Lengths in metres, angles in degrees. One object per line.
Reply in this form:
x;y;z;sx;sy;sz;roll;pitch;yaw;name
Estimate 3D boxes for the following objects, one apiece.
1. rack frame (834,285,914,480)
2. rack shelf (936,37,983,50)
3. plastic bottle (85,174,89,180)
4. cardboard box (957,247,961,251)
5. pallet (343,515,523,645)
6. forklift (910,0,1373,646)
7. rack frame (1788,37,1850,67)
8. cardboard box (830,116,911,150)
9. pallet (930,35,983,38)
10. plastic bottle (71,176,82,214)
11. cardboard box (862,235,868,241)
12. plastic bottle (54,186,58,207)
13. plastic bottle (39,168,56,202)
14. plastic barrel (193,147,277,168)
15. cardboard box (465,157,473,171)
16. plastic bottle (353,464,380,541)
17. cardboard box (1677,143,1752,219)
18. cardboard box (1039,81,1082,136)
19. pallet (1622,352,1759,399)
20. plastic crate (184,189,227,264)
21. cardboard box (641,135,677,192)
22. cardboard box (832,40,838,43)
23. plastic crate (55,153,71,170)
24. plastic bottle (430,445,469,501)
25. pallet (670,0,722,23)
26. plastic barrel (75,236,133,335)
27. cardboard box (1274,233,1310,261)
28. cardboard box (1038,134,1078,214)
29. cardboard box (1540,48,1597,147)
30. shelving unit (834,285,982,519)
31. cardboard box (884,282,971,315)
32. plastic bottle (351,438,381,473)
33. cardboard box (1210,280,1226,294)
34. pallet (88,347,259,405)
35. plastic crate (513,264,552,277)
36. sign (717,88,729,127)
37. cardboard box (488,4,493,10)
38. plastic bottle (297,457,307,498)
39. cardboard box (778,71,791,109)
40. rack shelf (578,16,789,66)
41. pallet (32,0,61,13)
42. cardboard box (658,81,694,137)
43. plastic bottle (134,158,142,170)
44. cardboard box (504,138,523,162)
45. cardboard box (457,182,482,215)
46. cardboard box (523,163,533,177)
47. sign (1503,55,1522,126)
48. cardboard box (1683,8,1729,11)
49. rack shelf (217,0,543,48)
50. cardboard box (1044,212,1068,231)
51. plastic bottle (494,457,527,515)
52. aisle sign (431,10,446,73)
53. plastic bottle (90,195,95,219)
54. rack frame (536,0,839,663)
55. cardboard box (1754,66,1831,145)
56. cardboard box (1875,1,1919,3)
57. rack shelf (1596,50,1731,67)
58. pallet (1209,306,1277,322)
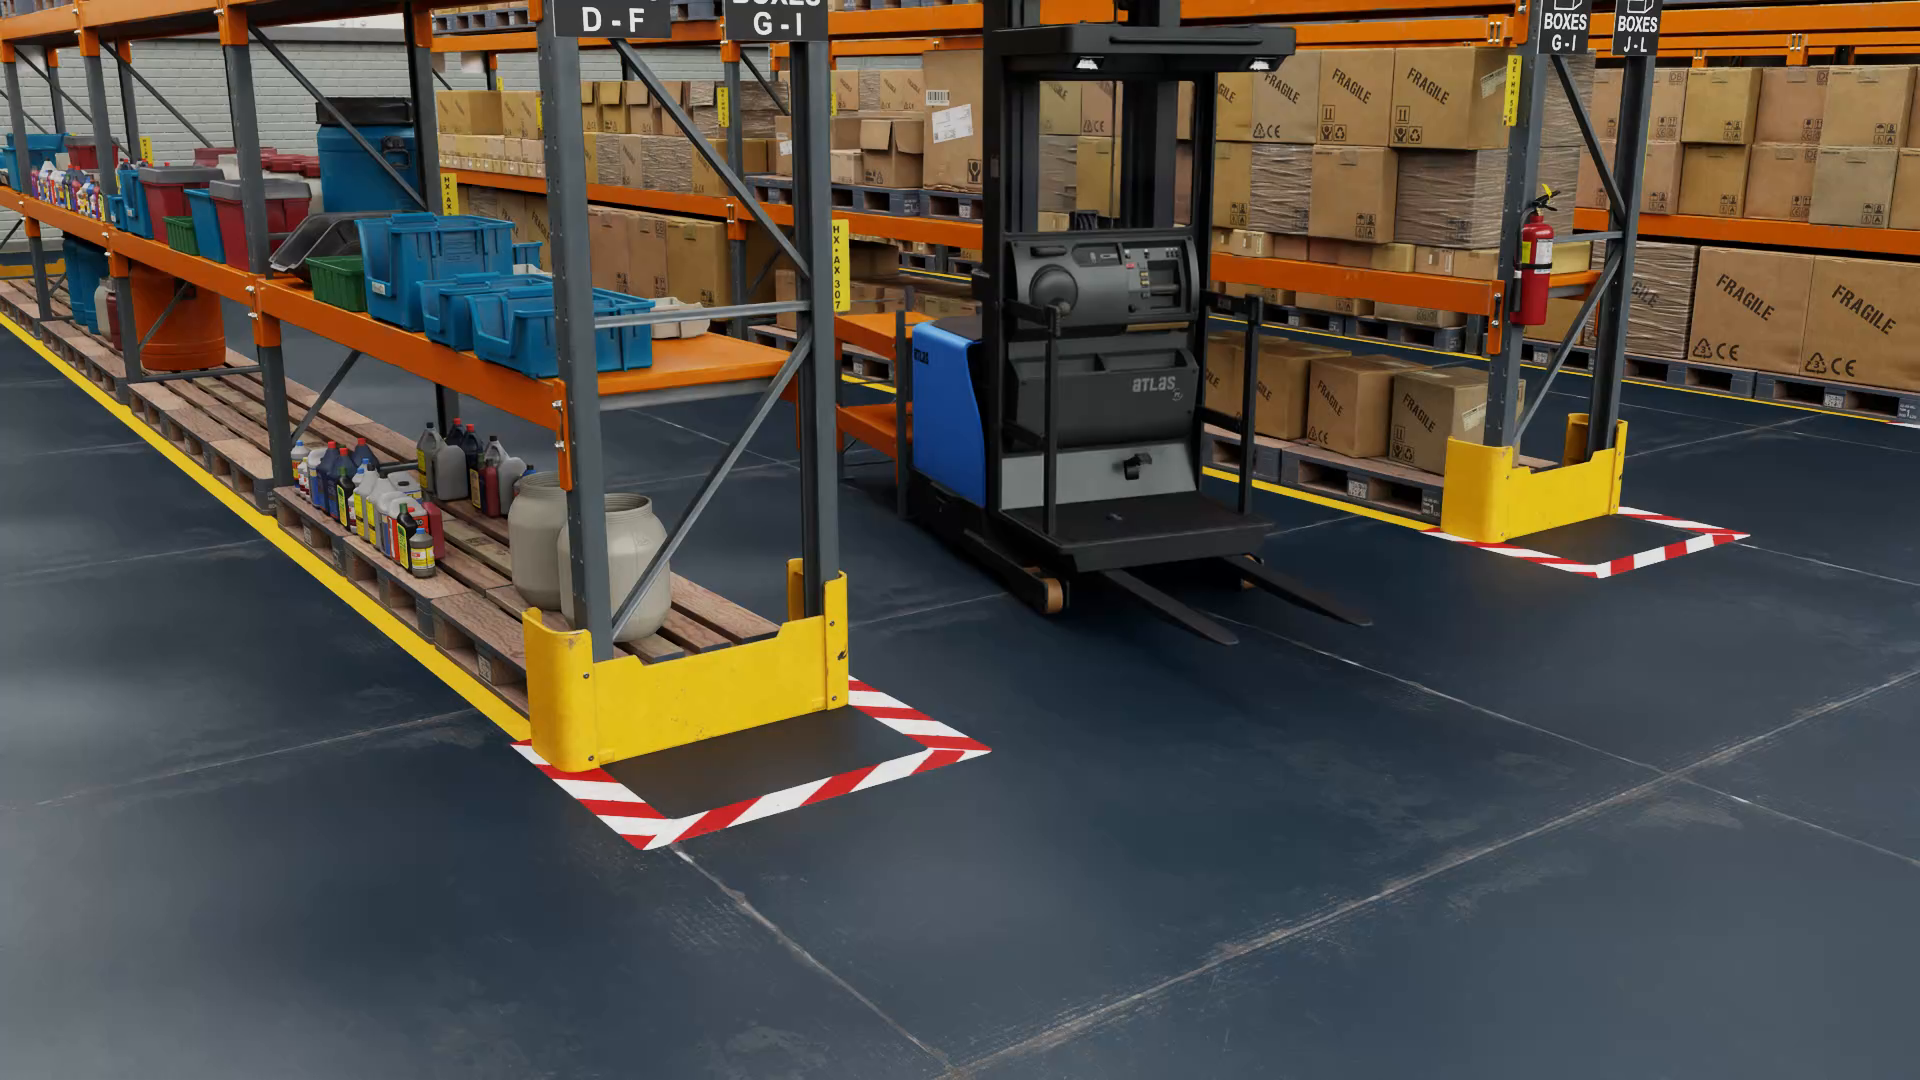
-0.507;-0.932;9.849;0.500;1.125;0.032;-7;17;-23;rack frame
1.310;-5.517;18.731;1.077;0.370;4.000;-11;19;-35;rack shelf
-7.022;-2.811;13.410;0.097;0.271;0.097;0;15;0;plastic bottle
0.180;-3.799;21.379;0.380;0.149;0.250;-12;19;-37;cardboard box
-2.157;0.137;7.676;1.003;0.211;1.213;-11;19;-35;pallet
0.752;-1.208;7.437;1.130;2.935;3.031;-6;16;-21;forklift
8.783;-3.926;17.237;1.000;3.000;0.127;-11;19;-35;rack frame
-0.826;-3.280;13.891;0.700;0.500;0.500;-8;17;-26;cardboard box
0.411;-6.052;19.679;1.213;0.211;1.003;-11;19;-35;pallet
-6.847;-2.681;12.909;0.061;0.283;0.133;-11;19;-35;plastic bottle
-1.079;-3.989;22.075;0.380;0.149;0.250;-10;18;-33;cardboard box
-7.389;-2.846;13.670;0.097;0.201;0.097;0;15;0;plastic bottle
-7.764;-3.031;14.203;0.152;0.276;0.135;-11;19;-35;plastic bottle
-5.074;-2.486;11.720;0.600;0.536;0.708;-11;19;-35;plastic barrel
-5.589;-4.427;19.546;0.380;0.149;0.250;-11;19;-35;cardboard box
-2.740;-0.185;7.755;0.144;0.351;0.185;-11;19;-35;plastic bottle
6.021;-2.786;12.789;0.875;0.550;0.500;-11;19;-35;cardboard box
0.826;-2.926;10.937;0.500;0.500;0.500;-11;19;-35;cardboard box
5.943;-1.355;13.129;1.003;0.211;1.213;-11;19;-35;pallet
-4.140;-1.798;9.494;0.392;0.384;0.575;-11;19;-35;plastic crate
-2.672;-3.574;15.764;0.500;0.500;0.500;-12;19;-36;cardboard box
-1.541;-6.716;22.034;0.500;0.250;0.500;-12;19;-36;cardboard box
-8.692;-3.653;16.353;0.437;0.282;0.530;-11;19;-35;plastic crate
-2.620;-0.355;8.517;0.152;0.276;0.135;-11;19;-35;plastic bottle
-2.007;-4.726;14.839;1.213;0.211;1.003;-10;18;-32;pallet
-7.221;-2.247;14.284;0.600;0.901;0.708;-11;19;-35;plastic barrel
2.036;-1.705;9.600;0.380;0.149;0.250;-11;19;-35;cardboard box
0.981;-2.473;11.178;0.875;0.500;0.500;-11;19;-35;cardboard box
3.016;-2.367;8.895;0.500;0.500;0.500;-11;19;-35;cardboard box
-0.305;-0.808;9.399;0.538;1.125;1.048;-7;17;-23;shelving unit
-0.171;-1.753;13.199;0.700;0.500;0.500;-13;20;-39;cardboard box
-2.984;-0.339;8.316;0.144;0.351;0.185;-11;19;-35;plastic bottle
2.772;-2.963;17.187;1.050;0.750;0.750;-11;19;-35;cardboard box
-6.089;-1.290;12.888;1.003;0.211;1.213;-11;19;-35;pallet
-2.080;-1.184;7.719;0.530;0.136;0.437;-11;19;-35;plastic crate
-2.032;-3.713;14.267;0.100;0.325;0.005;-11;19;-35;sign
-4.951;-6.248;18.867;0.700;0.500;0.500;-10;18;-32;cardboard box
-3.347;-0.323;8.543;0.097;0.201;0.097;0;15;0;plastic bottle
-2.168;-6.235;23.028;0.500;0.500;0.500;-11;19;-35;cardboard box
-2.761;-4.768;15.997;1.077;0.370;4.000;-11;19;-35;rack shelf
-6.734;-4.289;13.239;1.003;0.211;1.213;-11;19;-35;pallet
-2.383;-4.072;15.681;0.797;0.503;0.637;-10;18;-33;cardboard box
-7.138;-3.158;14.524;0.144;0.351;0.185;-11;19;-35;plastic bottle
-4.715;-4.330;18.437;0.500;0.250;0.500;-10;18;-33;cardboard box
-5.848;-4.003;20.750;0.875;0.875;0.875;-11;19;-35;cardboard box
-4.533;-4.044;18.145;0.380;0.149;0.250;-10;18;-33;cardboard box
2.658;-2.162;8.002;0.100;0.325;0.005;-11;19;-35;sign
8.029;-5.714;17.576;0.500;0.250;0.500;-11;19;-34;cardboard box
-2.064;-2.291;6.946;1.077;0.370;4.000;-11;19;-35;rack shelf
0.786;-2.118;11.109;0.380;0.149;0.250;-11;19;-35;cardboard box
-2.233;-0.279;8.240;0.152;0.276;0.135;-10;18;-34;plastic bottle
-6.574;-6.173;20.522;0.394;0.787;0.004;-11;19;-35;aisle sign
-6.420;-2.495;12.385;0.097;0.201;0.097;0;15;0;plastic bottle
-0.888;-0.764;5.687;1.000;3.000;0.127;-11;19;-35;rack frame
6.386;-3.204;12.270;0.875;0.550;0.550;-11;19;-35;cardboard box
9.131;-5.198;15.926;0.500;0.250;0.500;-11;19;-35;cardboard box
9.268;-7.078;24.435;1.077;0.370;4.000;-11;19;-35;rack shelf
2.889;-2.465;17.182;1.003;0.211;1.213;-11;19;-35;pallet
